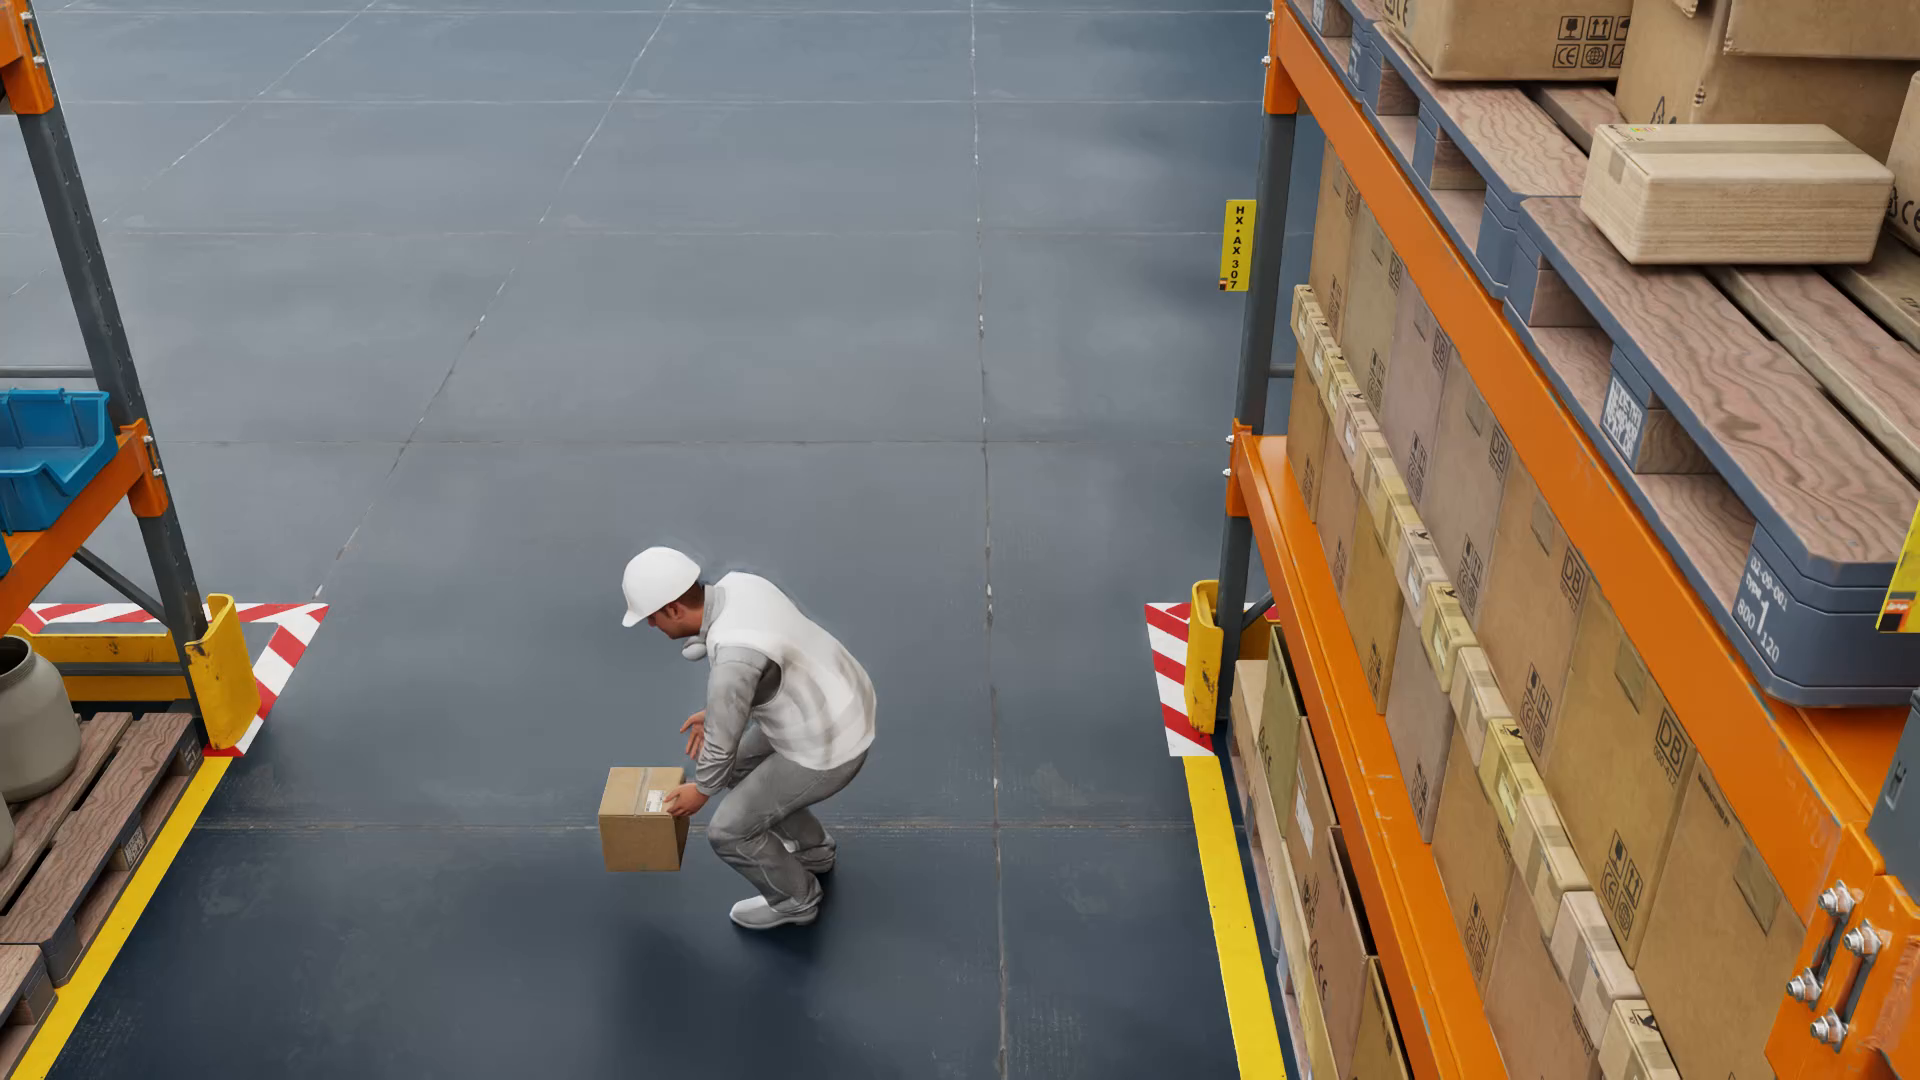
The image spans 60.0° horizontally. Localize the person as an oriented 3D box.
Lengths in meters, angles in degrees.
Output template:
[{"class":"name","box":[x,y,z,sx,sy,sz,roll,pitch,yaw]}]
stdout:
[{"class":"person","box":[-0.656,0.639,5.403,0.767,1.422,0.592,0,31,0]}]
